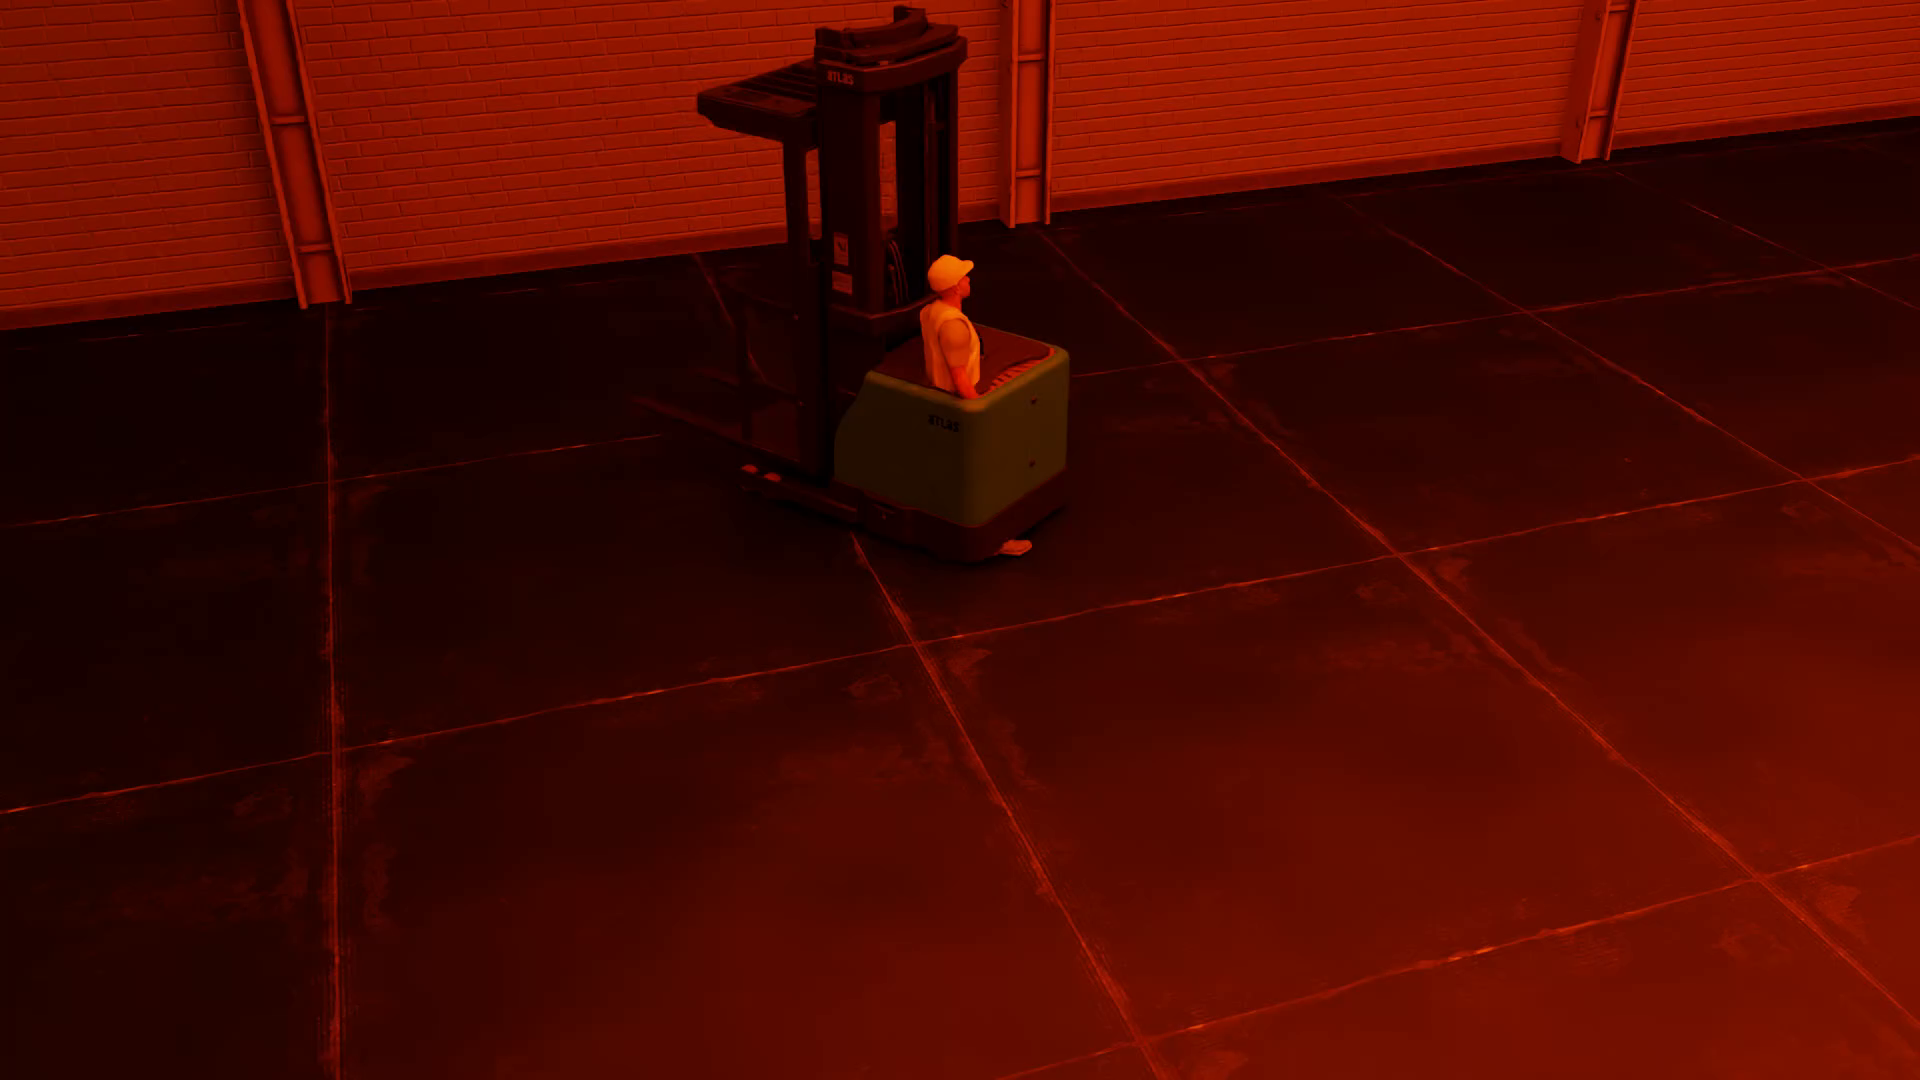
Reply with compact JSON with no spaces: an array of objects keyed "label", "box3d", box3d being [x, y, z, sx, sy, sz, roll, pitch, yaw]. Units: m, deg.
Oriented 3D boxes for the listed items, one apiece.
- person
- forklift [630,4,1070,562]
[{"label":"person","box3d":[0.078,-0.788,9.587,0.567,1.786,0.637,-10,31,-16]},{"label":"forklift","box3d":[-0.819,-1.714,10.066,3.031,2.935,1.130,20,36,31]}]
